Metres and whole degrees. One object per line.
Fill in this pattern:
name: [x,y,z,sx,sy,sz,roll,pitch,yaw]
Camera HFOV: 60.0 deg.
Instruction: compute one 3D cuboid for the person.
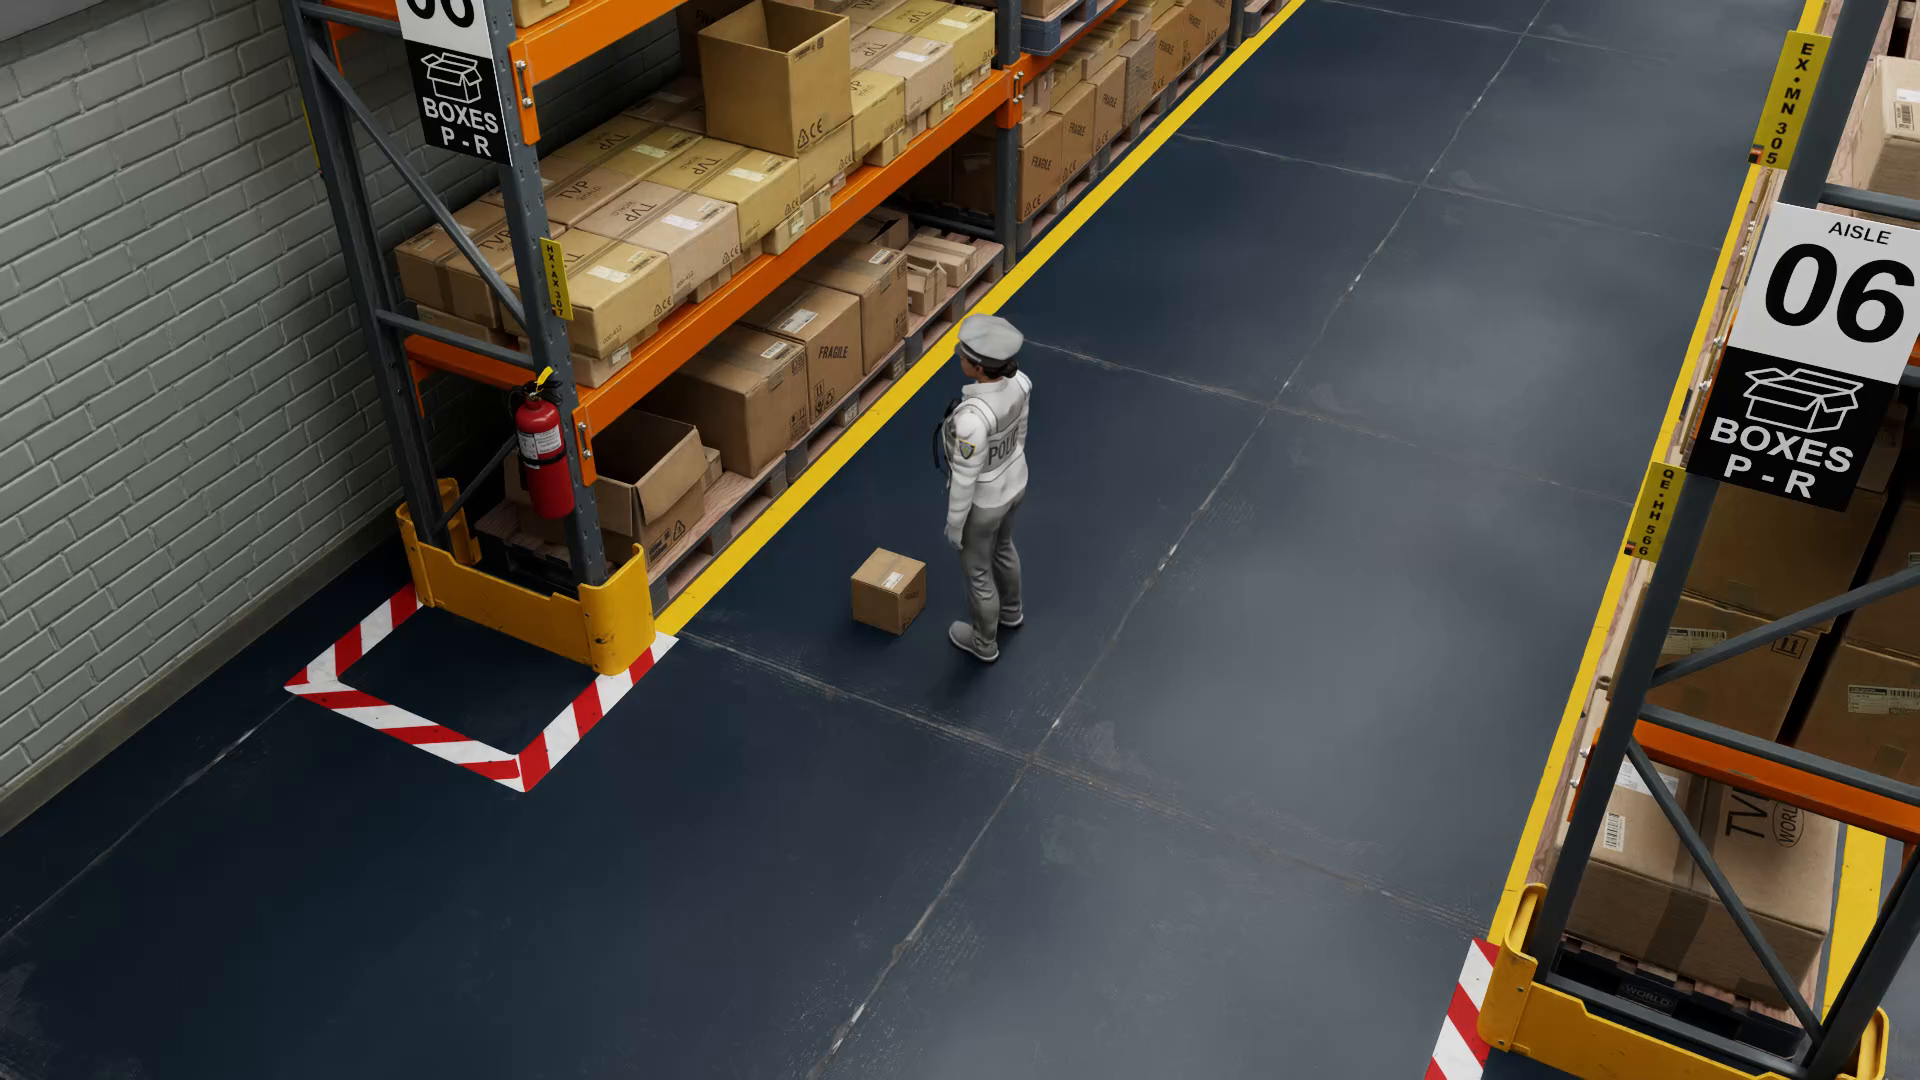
person: [0.086,-0.194,6.969,0.363,1.688,0.528,22,43,25]
